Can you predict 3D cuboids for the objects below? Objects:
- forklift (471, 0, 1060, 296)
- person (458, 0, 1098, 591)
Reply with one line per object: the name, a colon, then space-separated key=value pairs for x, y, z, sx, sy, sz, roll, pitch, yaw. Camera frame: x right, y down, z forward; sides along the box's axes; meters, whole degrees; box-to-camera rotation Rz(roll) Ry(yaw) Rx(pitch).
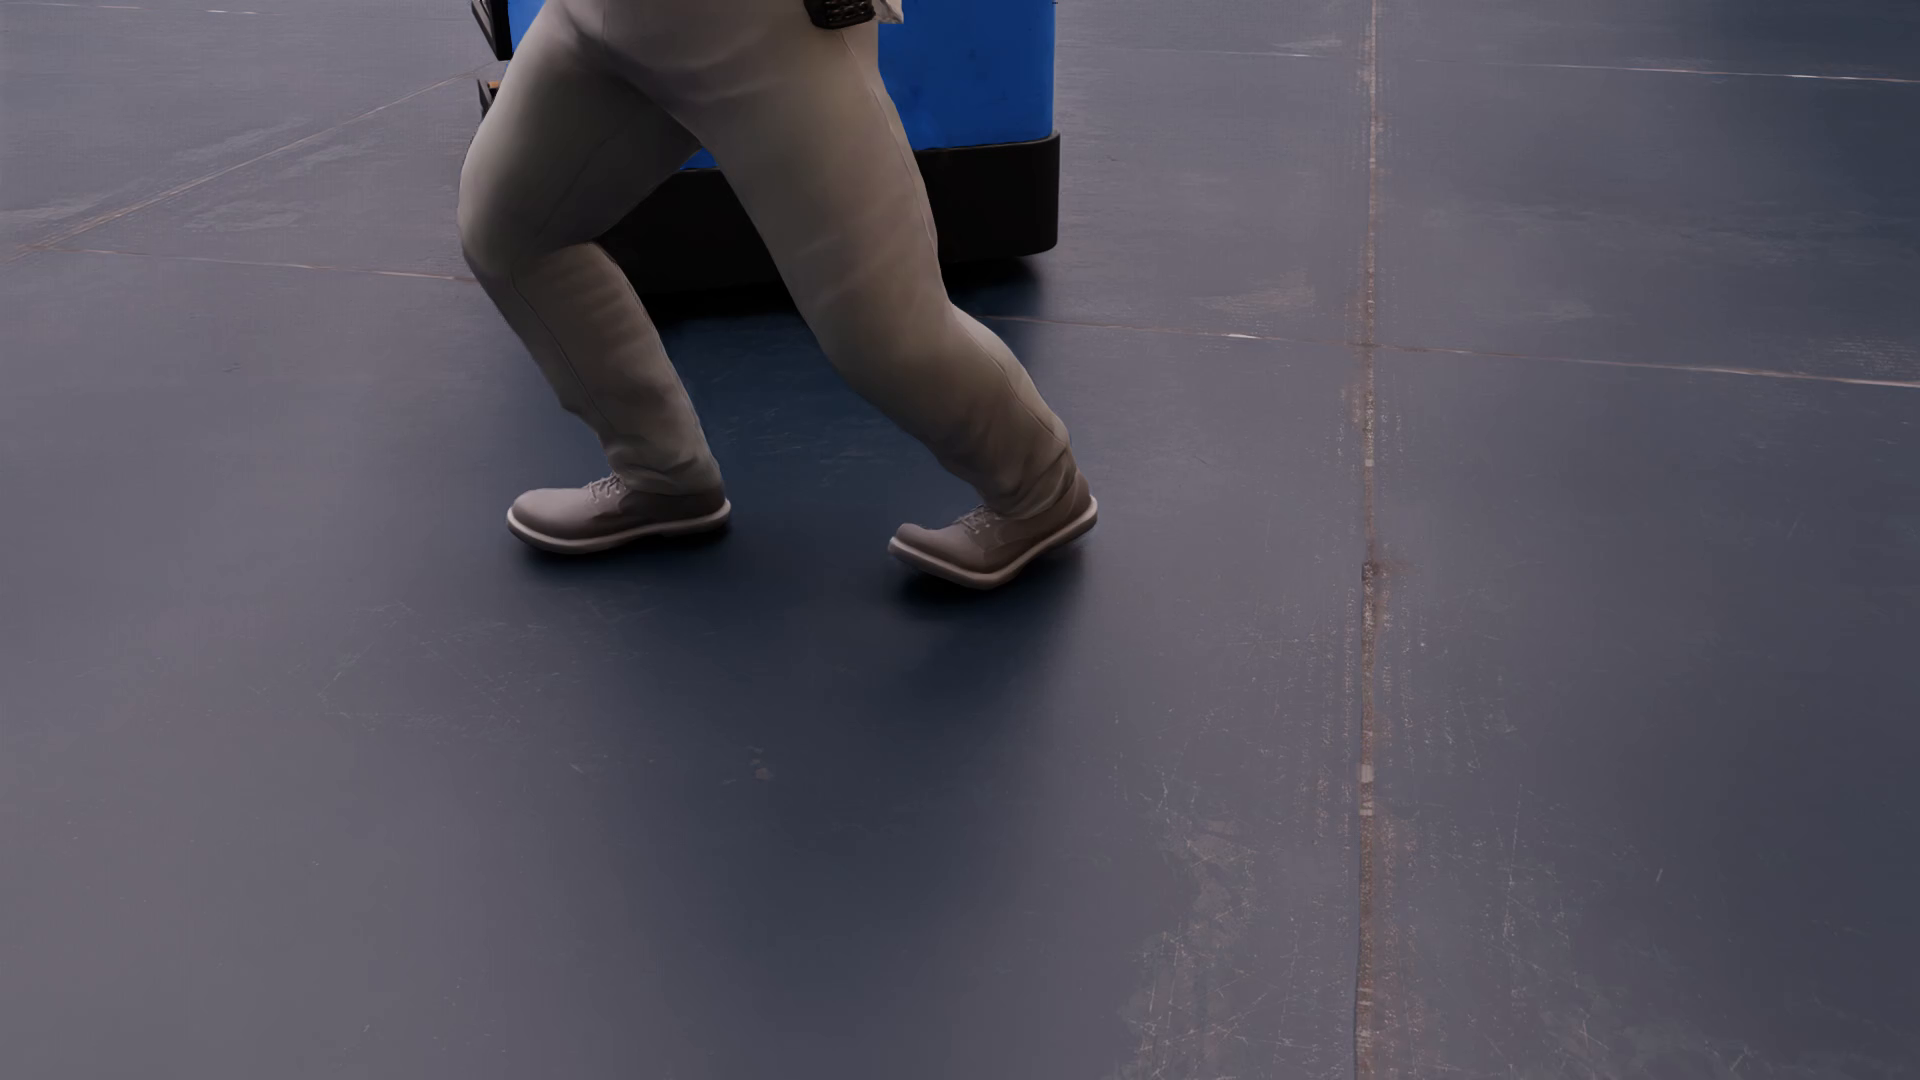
forklift: x=-0.748 y=-2.433 z=4.068 sx=1.130 sy=2.935 sz=3.031 roll=-9 pitch=28 yaw=-17
person: x=-0.374 y=-0.691 z=2.067 sx=0.851 sy=1.598 sz=0.832 roll=-24 pitch=35 yaw=-39
